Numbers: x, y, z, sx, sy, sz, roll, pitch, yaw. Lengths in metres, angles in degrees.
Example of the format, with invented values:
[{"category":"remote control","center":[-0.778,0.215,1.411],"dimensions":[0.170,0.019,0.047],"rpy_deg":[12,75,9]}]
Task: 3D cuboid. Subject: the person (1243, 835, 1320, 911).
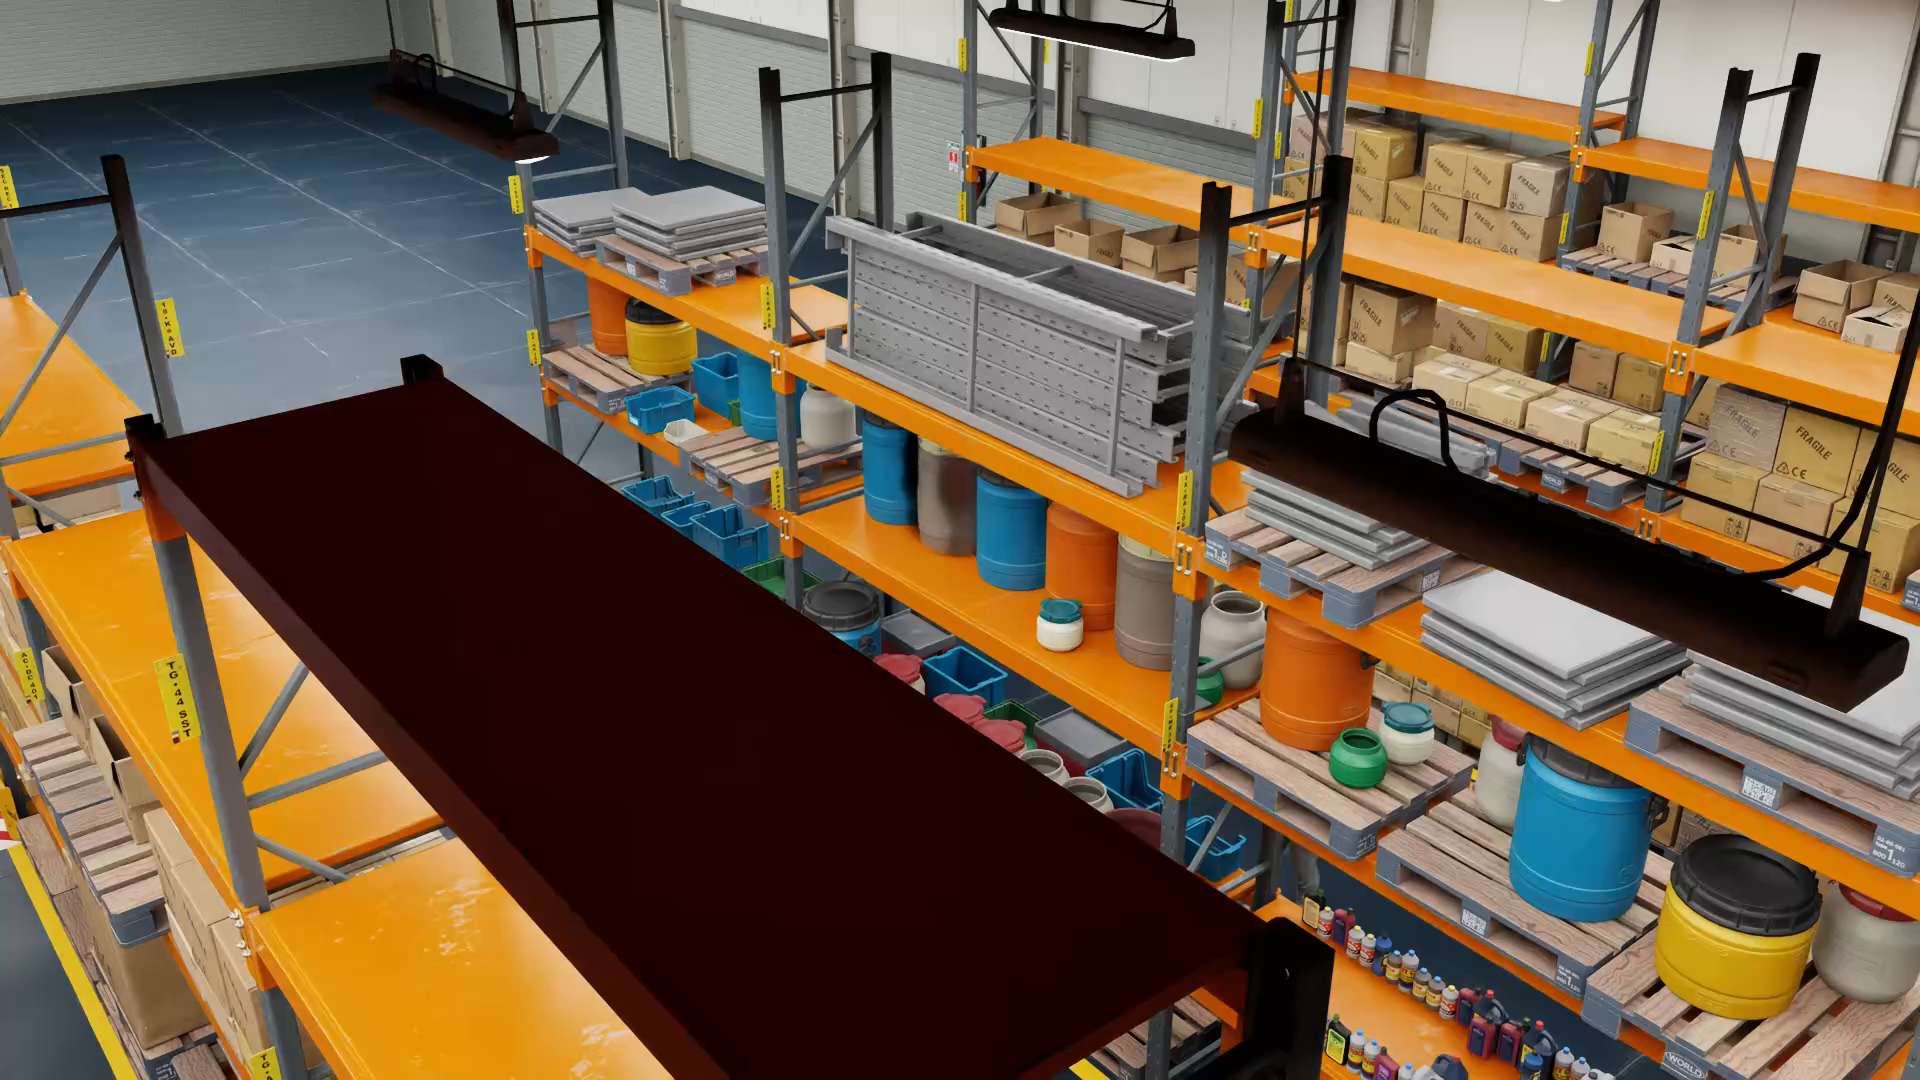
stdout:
[{"category":"person","center":[2.397,2.061,12.087],"dimensions":[0.505,1.682,0.504],"rpy_deg":[-13,29,-24]}]
